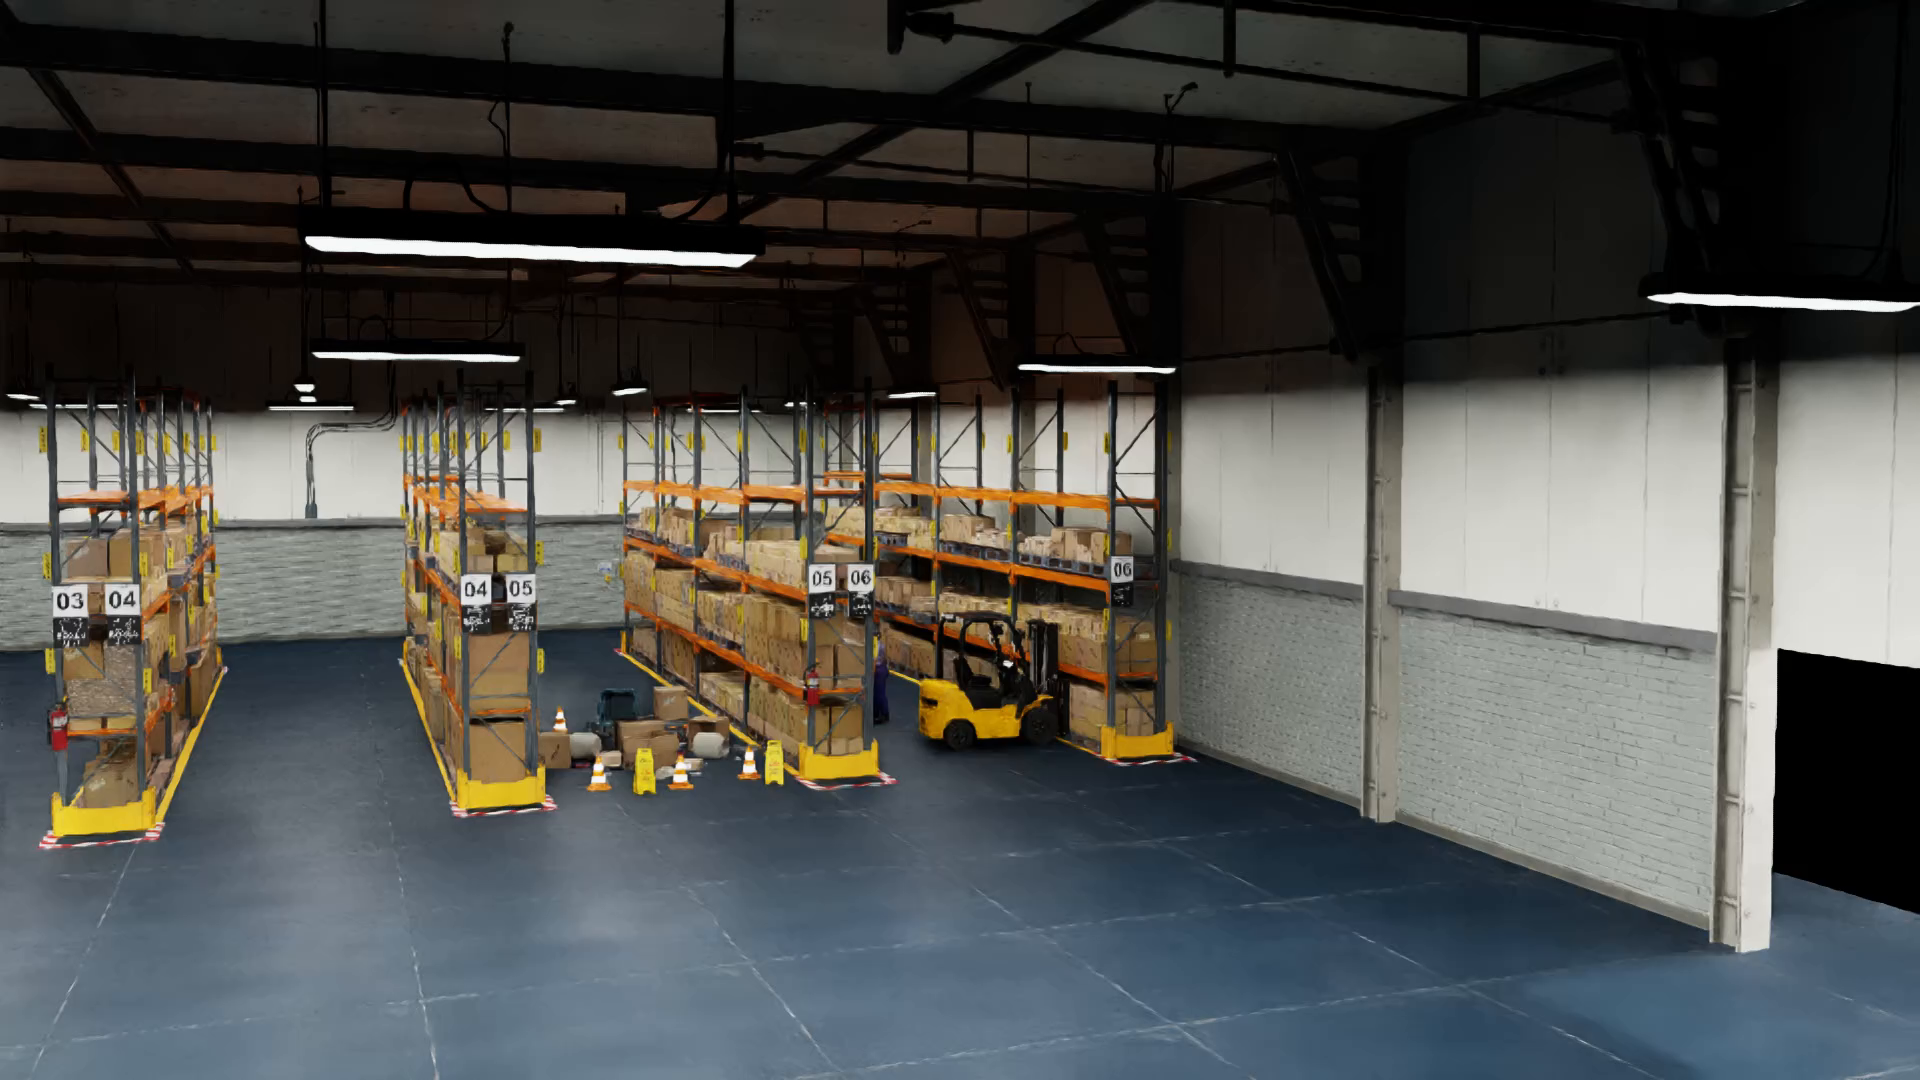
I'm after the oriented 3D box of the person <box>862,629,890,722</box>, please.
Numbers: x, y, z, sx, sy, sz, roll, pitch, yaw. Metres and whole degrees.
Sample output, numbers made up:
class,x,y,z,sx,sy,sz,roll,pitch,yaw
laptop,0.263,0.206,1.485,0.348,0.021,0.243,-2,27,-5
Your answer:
class,x,y,z,sx,sy,sz,roll,pitch,yaw
person,-1.521,2.424,29.959,0.547,1.632,0.598,1,3,10
